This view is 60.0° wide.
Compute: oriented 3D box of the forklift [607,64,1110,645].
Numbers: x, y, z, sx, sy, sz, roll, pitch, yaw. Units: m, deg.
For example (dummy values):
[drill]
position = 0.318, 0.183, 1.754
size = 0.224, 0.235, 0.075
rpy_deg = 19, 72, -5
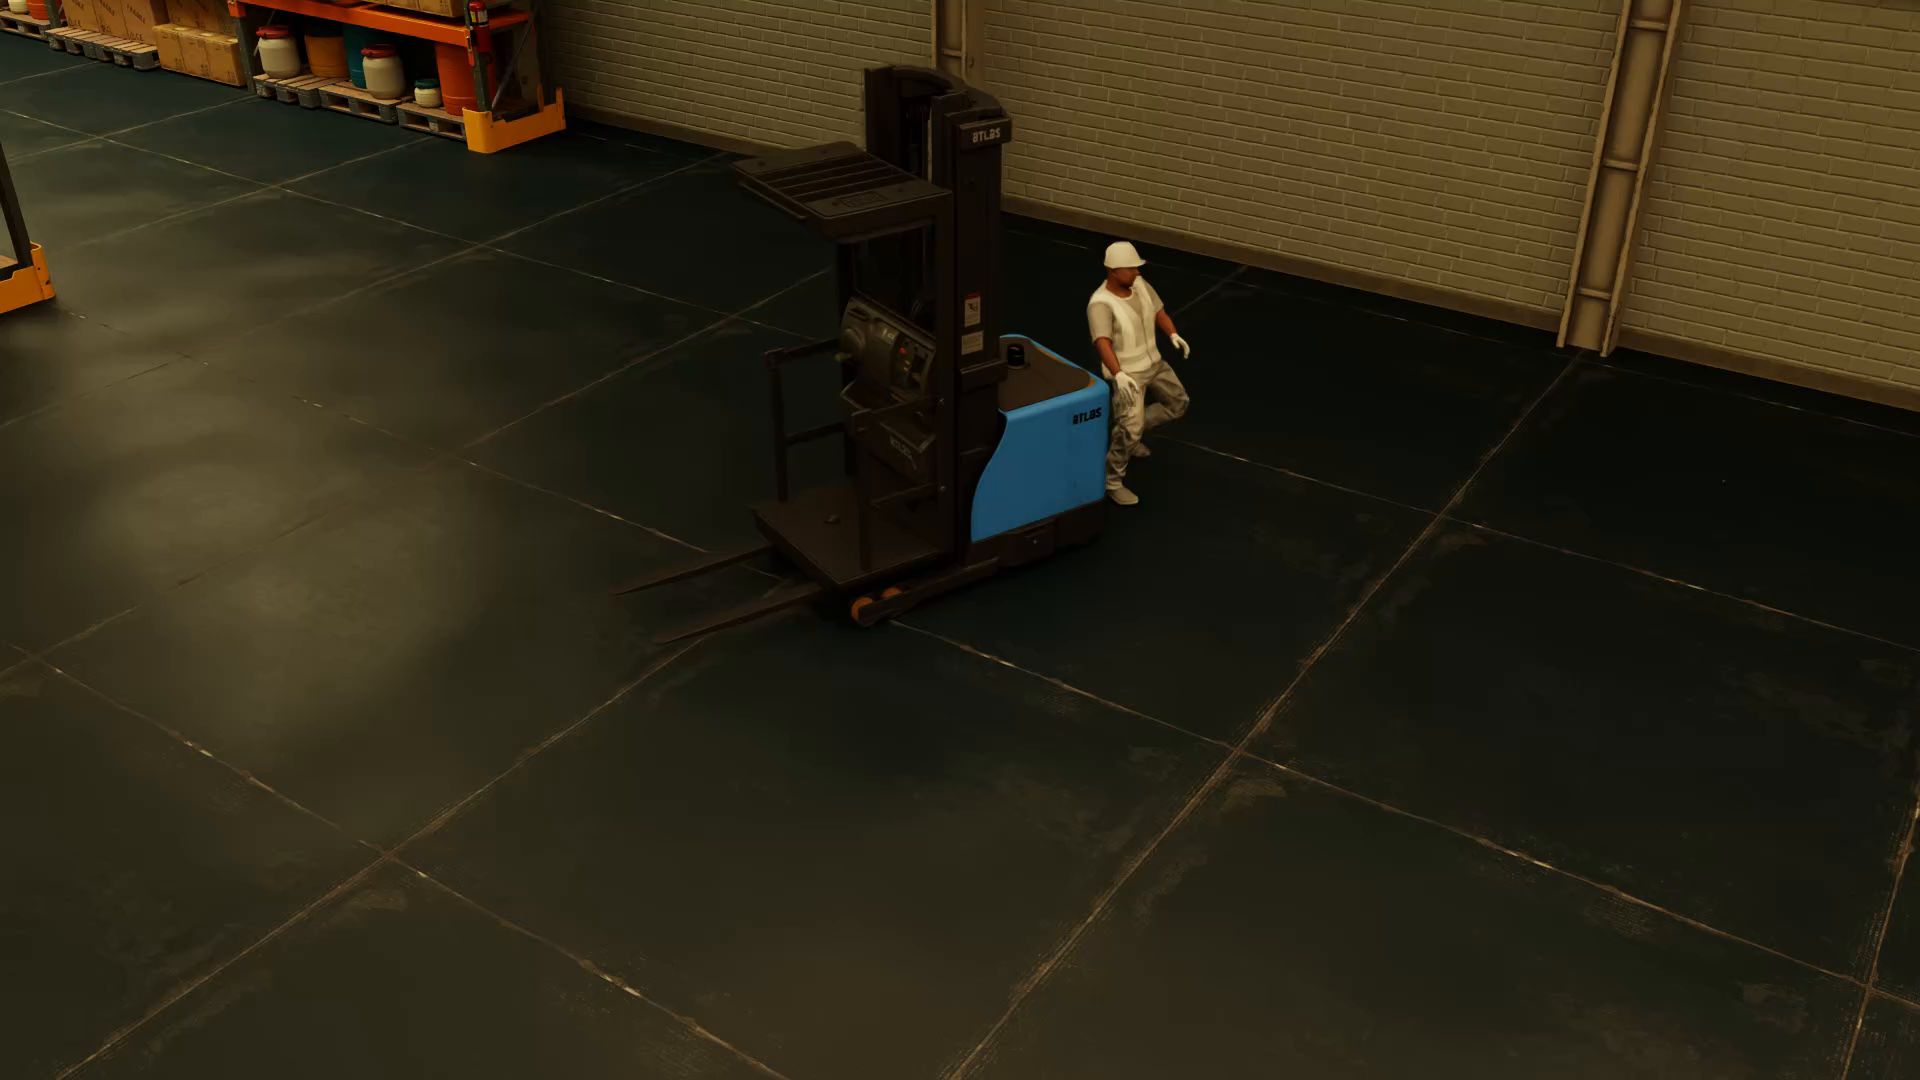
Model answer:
[forklift]
position = -0.590, -1.069, 9.422
size = 3.031, 2.935, 1.130
rpy_deg = -19, 35, -29

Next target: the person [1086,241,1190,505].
[person]
position = 1.118, -1.092, 10.761
size = 0.661, 1.634, 0.898
rpy_deg = 21, 36, 31
